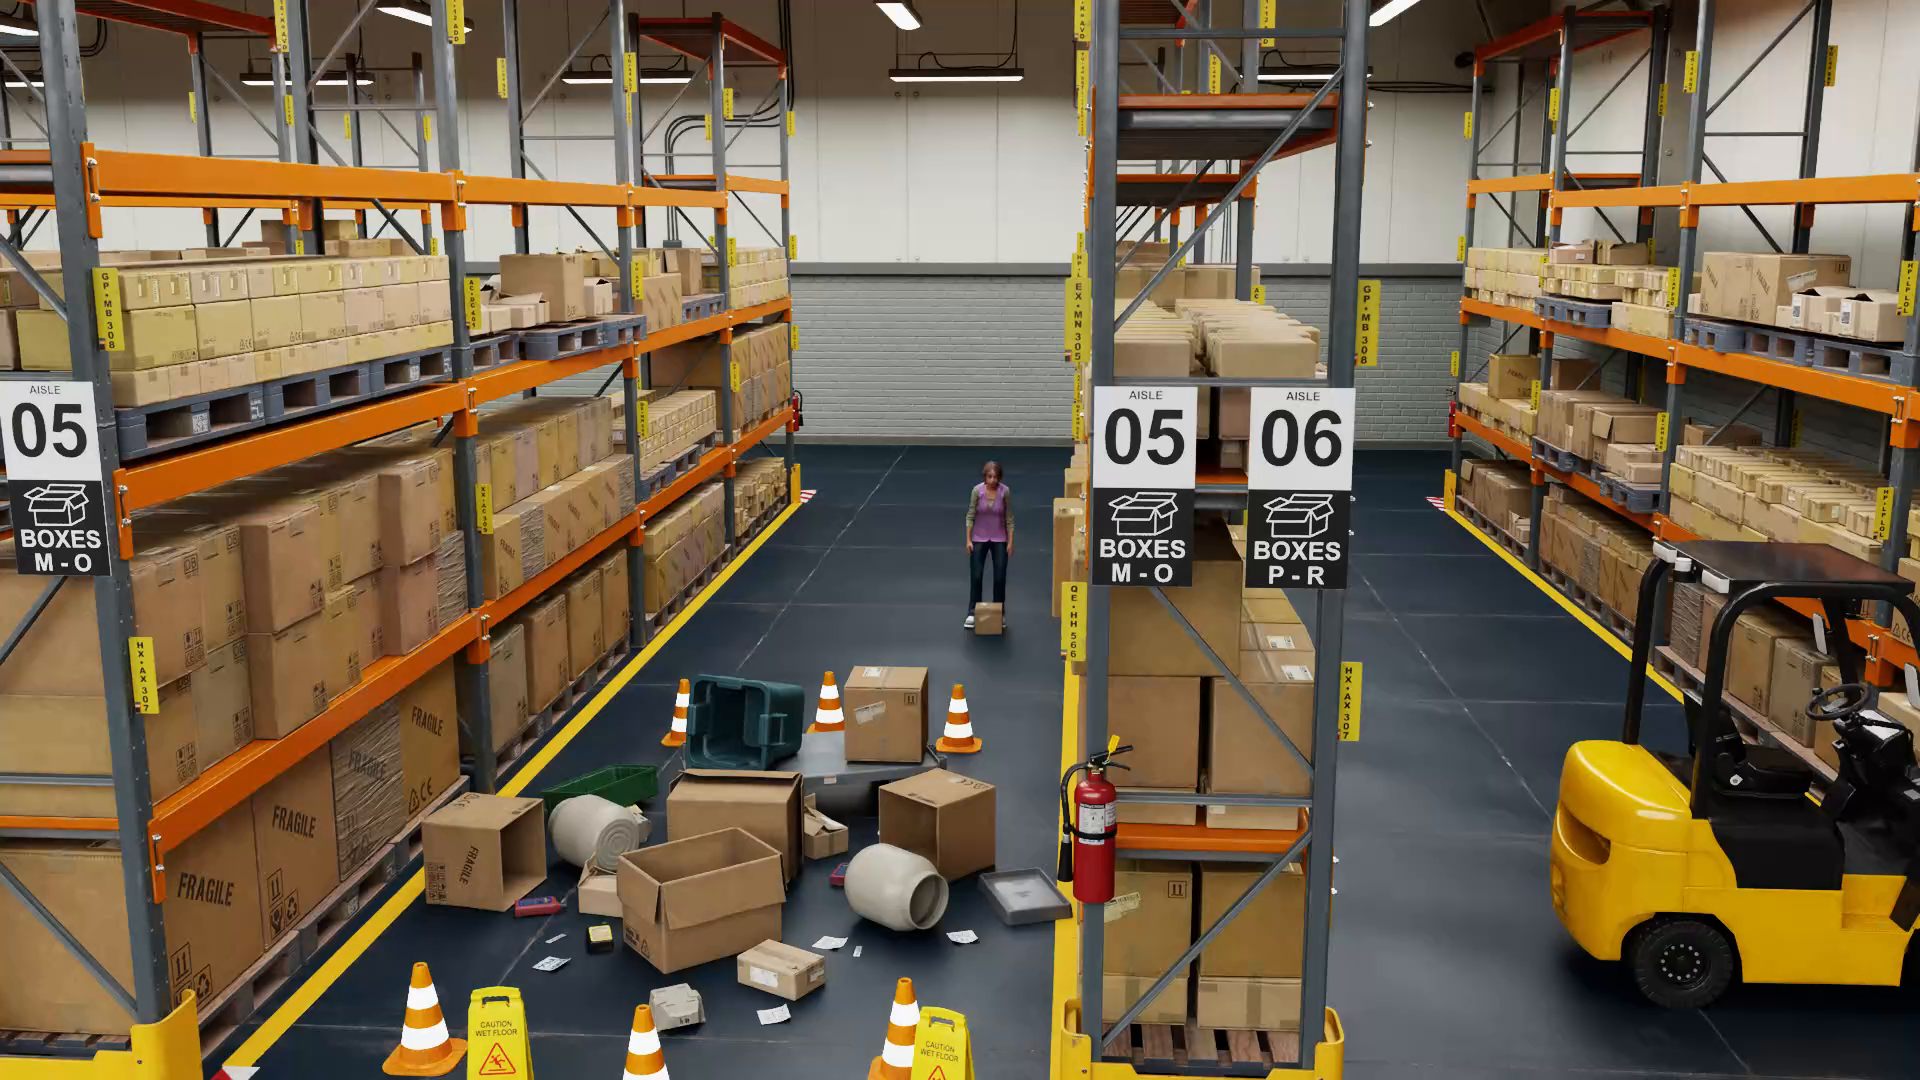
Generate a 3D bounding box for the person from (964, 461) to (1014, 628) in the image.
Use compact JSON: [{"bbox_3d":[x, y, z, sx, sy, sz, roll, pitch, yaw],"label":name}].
[{"bbox_3d":[0.279,0.037,15.775,0.476,1.591,0.346,0,11,1],"label":"person"}]
